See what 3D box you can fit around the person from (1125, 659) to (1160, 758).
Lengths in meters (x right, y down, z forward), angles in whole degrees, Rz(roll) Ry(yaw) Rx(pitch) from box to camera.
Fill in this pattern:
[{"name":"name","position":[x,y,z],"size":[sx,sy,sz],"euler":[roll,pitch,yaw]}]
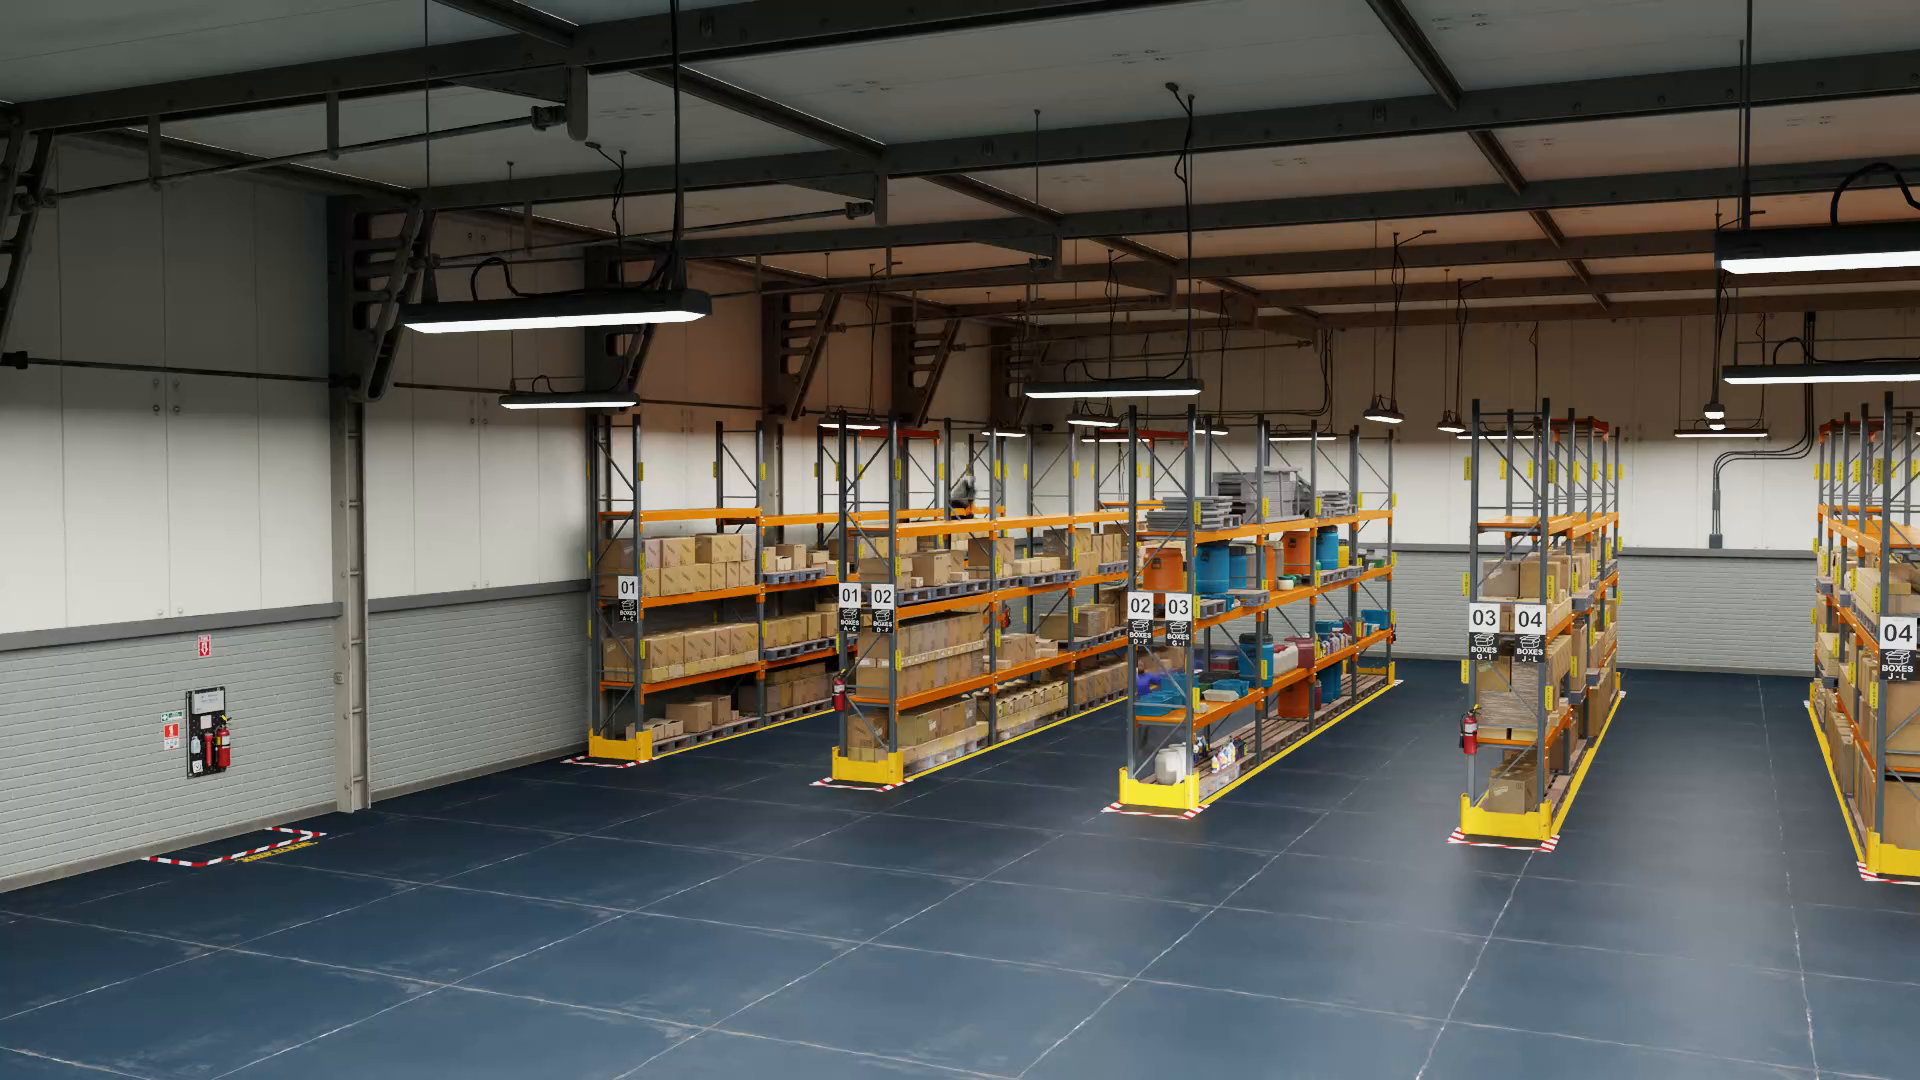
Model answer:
[{"name":"person","position":[3.210,2.948,29.441],"size":[0.580,1.680,0.902],"euler":[1,3,24]}]
